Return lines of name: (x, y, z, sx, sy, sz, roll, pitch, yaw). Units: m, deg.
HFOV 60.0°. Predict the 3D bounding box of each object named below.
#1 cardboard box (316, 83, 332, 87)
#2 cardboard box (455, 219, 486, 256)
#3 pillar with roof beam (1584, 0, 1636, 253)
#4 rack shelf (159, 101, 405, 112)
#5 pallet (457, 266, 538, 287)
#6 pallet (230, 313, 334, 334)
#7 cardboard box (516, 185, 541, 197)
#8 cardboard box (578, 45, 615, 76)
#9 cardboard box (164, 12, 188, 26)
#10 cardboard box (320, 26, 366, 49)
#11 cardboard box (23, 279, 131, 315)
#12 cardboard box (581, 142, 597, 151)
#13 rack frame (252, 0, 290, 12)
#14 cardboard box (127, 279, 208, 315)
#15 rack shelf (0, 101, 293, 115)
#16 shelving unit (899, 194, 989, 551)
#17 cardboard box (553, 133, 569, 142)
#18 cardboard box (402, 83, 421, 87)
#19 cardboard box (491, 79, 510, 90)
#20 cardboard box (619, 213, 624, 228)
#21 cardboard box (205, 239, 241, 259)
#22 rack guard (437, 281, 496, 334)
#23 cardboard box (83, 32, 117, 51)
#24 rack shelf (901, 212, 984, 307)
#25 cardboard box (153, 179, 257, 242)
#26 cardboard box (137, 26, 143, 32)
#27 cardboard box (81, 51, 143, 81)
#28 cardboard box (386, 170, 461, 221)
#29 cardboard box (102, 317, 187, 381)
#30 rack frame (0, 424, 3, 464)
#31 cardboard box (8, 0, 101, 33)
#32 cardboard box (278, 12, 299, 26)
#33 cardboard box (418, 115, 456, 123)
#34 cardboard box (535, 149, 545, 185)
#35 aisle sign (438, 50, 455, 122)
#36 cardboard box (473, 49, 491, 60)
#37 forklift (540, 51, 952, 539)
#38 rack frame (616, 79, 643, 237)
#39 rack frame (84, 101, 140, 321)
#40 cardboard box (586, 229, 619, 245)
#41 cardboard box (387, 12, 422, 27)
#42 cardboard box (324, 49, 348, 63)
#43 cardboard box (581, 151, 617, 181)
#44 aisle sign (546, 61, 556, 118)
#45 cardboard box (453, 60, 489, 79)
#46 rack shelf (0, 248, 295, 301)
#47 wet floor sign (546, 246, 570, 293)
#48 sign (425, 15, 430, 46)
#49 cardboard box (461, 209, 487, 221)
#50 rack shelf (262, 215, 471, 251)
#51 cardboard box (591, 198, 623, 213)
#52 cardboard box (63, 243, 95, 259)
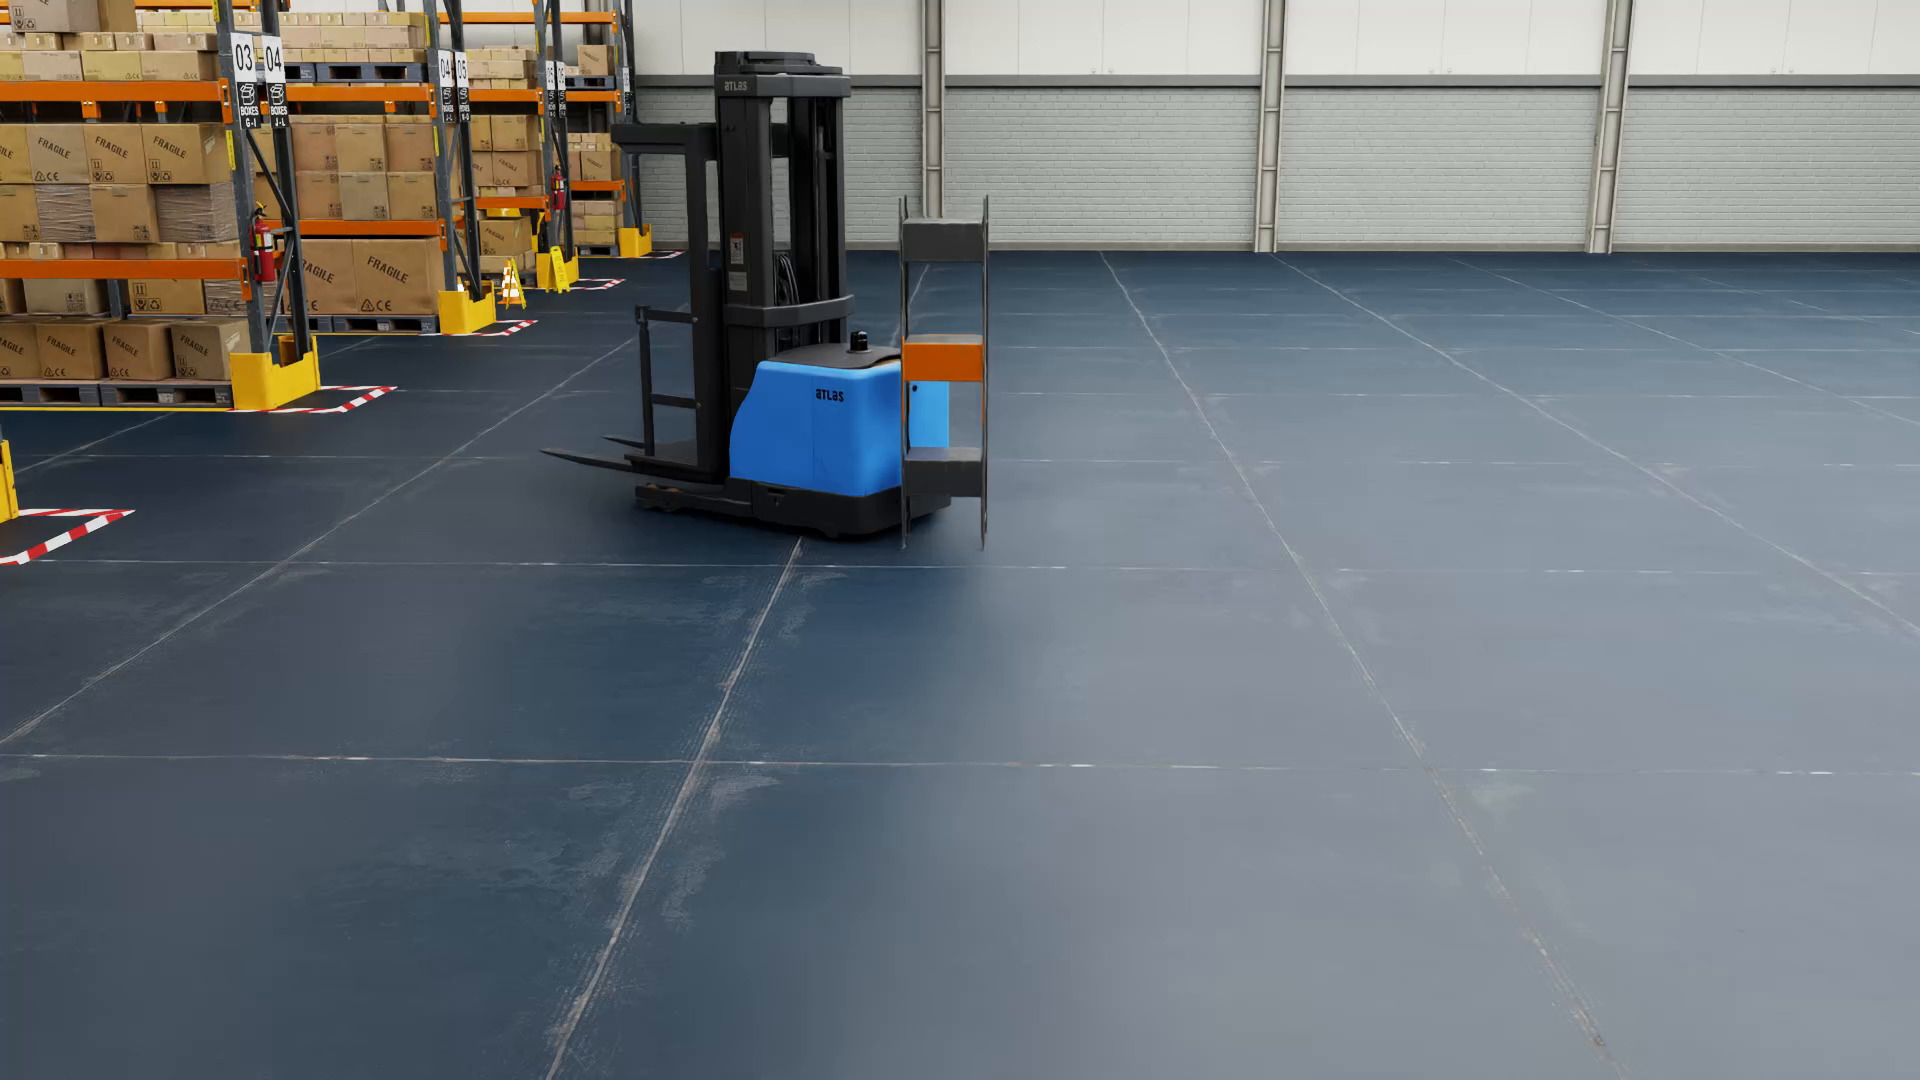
cardboard box: (-9.098, -6.574, 23.992, 0.250, 0.149, 0.380, 0, 15, 1)
cardboard box: (-7.245, -4.451, 24.427, 0.500, 0.500, 0.500, 1, 15, 4)
pillar with roof beam: (11.418, -8.459, 24.763, 0.400, 9.000, 9.100, 0, 15, 1)
rack shelf: (-11.791, -7.681, 29.103, 4.000, 0.370, 1.077, 0, 15, 1)
pallet: (-6.803, -3.940, 24.860, 1.213, 0.211, 1.003, 0, 15, 1)
pallet: (-7.959, -2.656, 19.994, 1.213, 0.211, 1.003, 0, 15, 1)
cardboard box: (-6.295, -5.100, 24.283, 0.250, 0.149, 0.380, 1, 15, 3)
cardboard box: (-6.242, -8.230, 28.560, 0.500, 0.500, 0.500, 1, 15, 3)
cardboard box: (-8.823, -5.909, 18.886, 0.250, 0.149, 0.380, 0, 15, 1)
cardboard box: (-6.938, -5.719, 18.948, 0.500, 0.250, 0.500, 0, 15, 2)
cardboard box: (-10.563, -3.133, 19.921, 0.750, 0.750, 1.050, 0, 15, 1)
cardboard box: (-6.403, -6.826, 28.866, 0.250, 0.149, 0.380, 1, 15, 2)
rack frame: (-9.915, -8.200, 23.782, 0.127, 3.000, 1.000, 0, 15, 1)
cardboard box: (-9.313, -3.190, 19.894, 0.875, 0.875, 0.875, 1, 15, 2)
rack shelf: (-11.914, -6.415, 24.305, 4.000, 0.370, 1.077, 0, 15, 1)
shelving unit: (-0.090, -1.001, 10.016, 0.503, 2.100, 0.431, 1, 15, 3)
cardboard box: (-6.913, -7.003, 28.952, 0.250, 0.149, 0.380, 0, 15, 2)
cardboard box: (-7.816, -6.532, 23.831, 0.250, 0.149, 0.380, 0, 15, 1)
cardboard box: (-6.529, -6.527, 23.810, 0.250, 0.149, 0.380, 0, 15, 2)
cardboard box: (-6.258, -5.711, 29.692, 0.500, 0.250, 0.500, 1, 15, 2)
cardboard box: (-6.459, -2.574, 14.709, 0.250, 0.149, 0.380, 0, 15, 1)
rack guard: (-5.917, -2.802, 19.979, 0.348, 0.500, 1.175, 0, 15, 1)
cardboard box: (-7.240, -4.240, 14.164, 0.250, 0.149, 0.380, 0, 15, 2)
rack shelf: (-0.090, -1.664, 9.841, 0.480, 0.518, 0.431, 1, 15, 3)
cardboard box: (-6.718, -2.949, 14.858, 0.500, 0.500, 0.875, 0, 15, 1)
cardboard box: (-9.458, -5.735, 19.009, 0.500, 0.250, 0.500, 0, 15, 2)
cardboard box: (-7.157, -4.065, 14.281, 0.500, 0.250, 0.500, 0, 15, 2)
cardboard box: (-6.314, -4.074, 19.607, 0.550, 0.550, 0.875, 0, 15, 1)
cardboard box: (-7.391, -1.744, 15.148, 0.500, 0.500, 0.500, 4, 15, 16)
rack frame: (-6.296, -1.483, 10.082, 0.127, 3.000, 1.000, 0, 15, 1)
cardboard box: (-7.725, -4.576, 14.166, 0.500, 0.500, 0.500, 0, 15, 1)
cardboard box: (-7.558, -5.900, 18.854, 0.250, 0.149, 0.380, 0, 15, 1)
cardboard box: (-7.450, -5.879, 24.004, 0.500, 0.500, 0.700, 0, 15, 1)
cardboard box: (-6.382, -5.539, 24.677, 0.500, 0.500, 0.500, 0, 15, 1)
aisle sign: (-5.878, -5.191, 19.038, 0.004, 0.787, 0.394, 0, 15, 1)
cardboard box: (-6.774, -6.923, 23.751, 0.250, 0.149, 0.380, 0, 15, 1)
forklift: (-1.563, -1.695, 11.020, 3.031, 2.935, 1.130, 10, 18, 33)
rack frame: (-5.793, -6.539, 29.246, 0.127, 3.000, 1.000, 0, 15, 1)
rack frame: (-9.940, -4.037, 19.760, 0.127, 3.000, 1.000, 0, 15, 1)
cardboard box: (-6.271, -5.335, 29.249, 0.500, 0.250, 0.500, 0, 15, 2)
cardboard box: (-6.287, -5.892, 18.823, 0.250, 0.149, 0.380, 1, 15, 2)
cardboard box: (-7.044, -5.512, 18.944, 0.250, 0.149, 0.380, 1, 15, 2)
cardboard box: (-6.292, -6.524, 28.992, 0.500, 0.500, 0.500, 0, 15, 0)
aisle sign: (-5.861, -6.456, 23.835, 0.004, 0.787, 0.394, 0, 15, 1)
cardboard box: (-6.937, -6.737, 23.825, 0.500, 0.250, 0.500, 0, 15, 1)
rack shelf: (-8.168, -2.411, 15.010, 4.000, 0.370, 1.077, 0, 15, 1)
wet floor sign: (-5.753, -3.861, 23.709, 0.232, 0.644, 0.267, 6, 16, 21)
sign: (-5.969, -5.712, 18.651, 0.005, 0.325, 0.100, 0, 15, 1)
cardboard box: (-7.092, -4.747, 24.279, 0.250, 0.149, 0.380, 1, 15, 3)
rack shelf: (-7.941, -3.676, 19.802, 4.000, 0.370, 1.077, 0, 15, 1)
cardboard box: (-6.269, -5.948, 29.611, 0.500, 0.250, 0.500, 0, 15, 1)
cardboard box: (-7.709, -2.578, 14.724, 0.250, 0.149, 0.380, 0, 15, 1)
